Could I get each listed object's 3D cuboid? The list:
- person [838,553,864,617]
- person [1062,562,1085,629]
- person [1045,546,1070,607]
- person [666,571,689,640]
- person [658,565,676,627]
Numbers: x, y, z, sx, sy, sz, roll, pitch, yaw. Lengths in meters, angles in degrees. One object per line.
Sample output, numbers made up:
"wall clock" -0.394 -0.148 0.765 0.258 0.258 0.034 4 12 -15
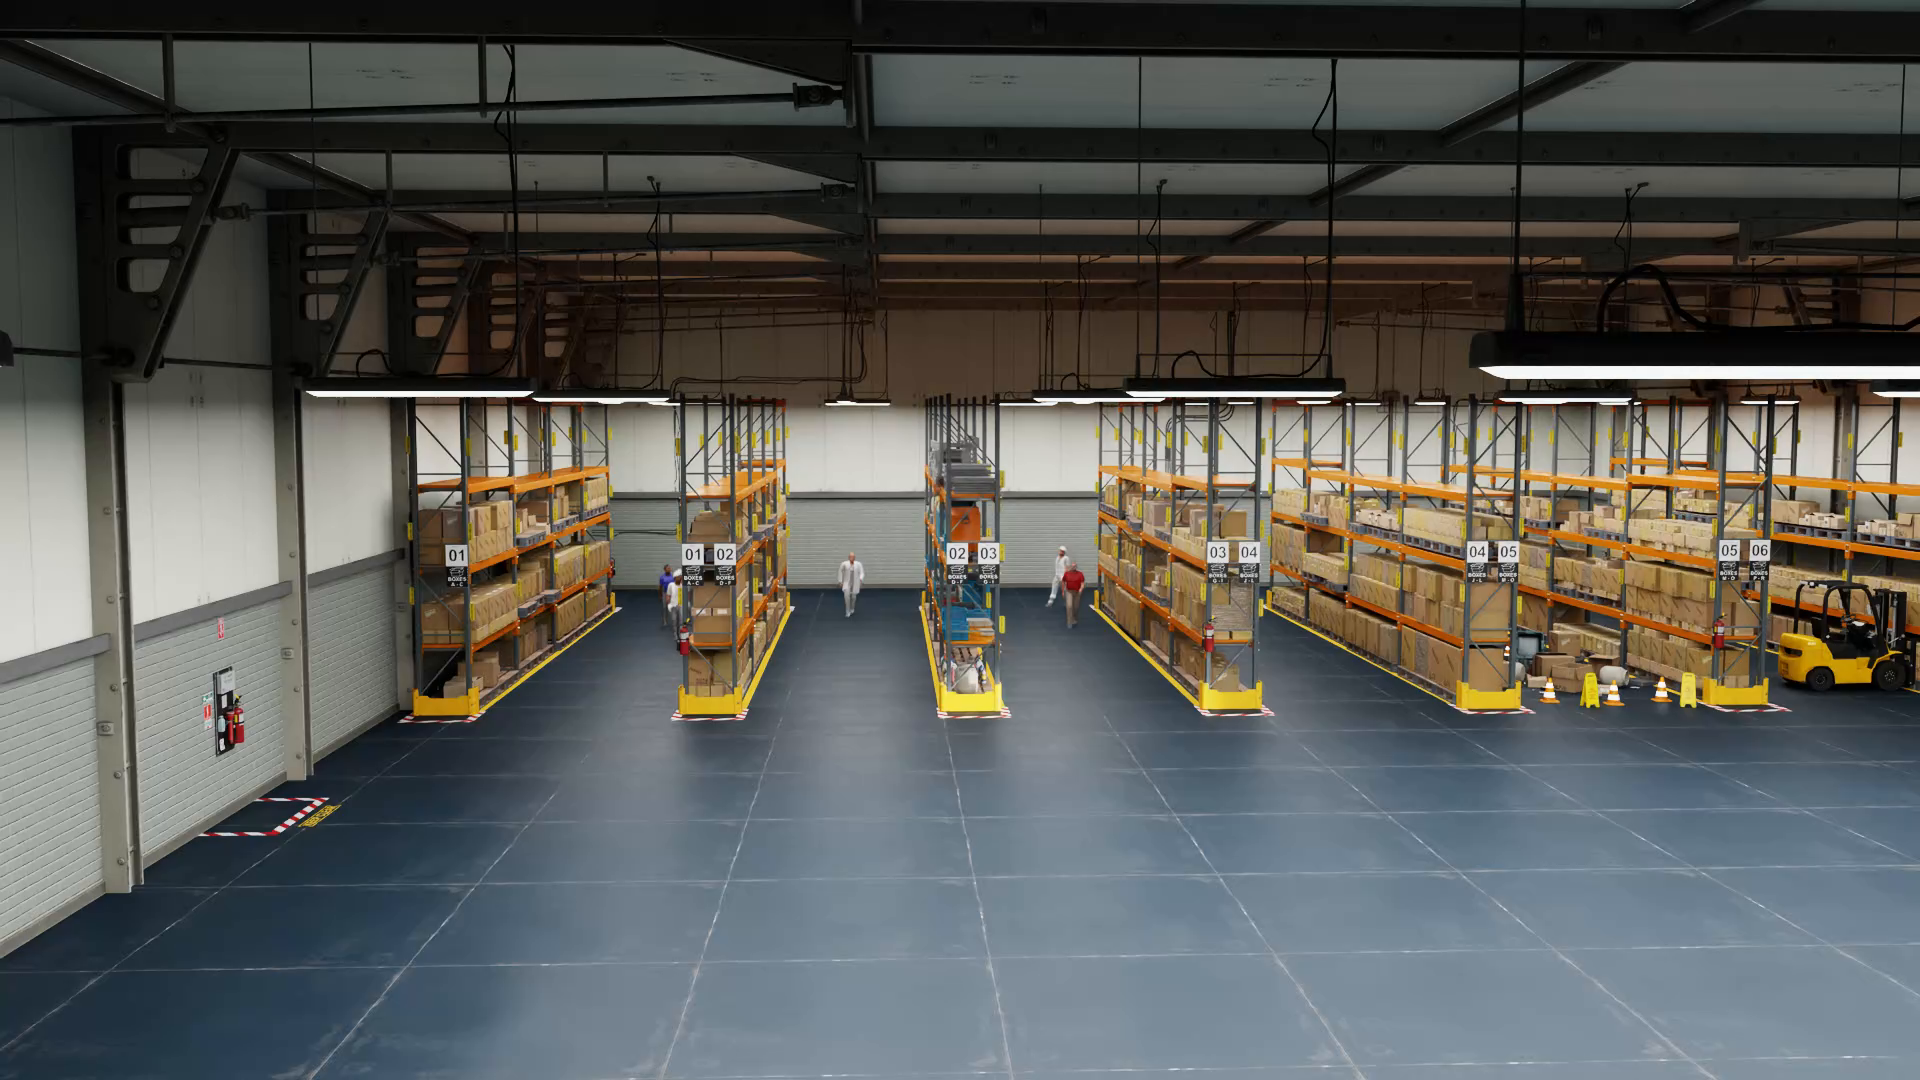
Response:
"person" -3.021 1.257 46.070 0.696 1.814 0.935 0 5 -3
"person" 2.980 1.453 43.703 0.588 1.741 0.927 0 5 0
"person" 2.861 1.048 47.817 0.917 1.742 0.557 -3 6 -35
"person" -6.897 1.630 40.587 0.526 1.740 0.972 0 5 -4
"person" -7.696 1.450 43.856 0.512 1.605 0.931 -1 5 -7
